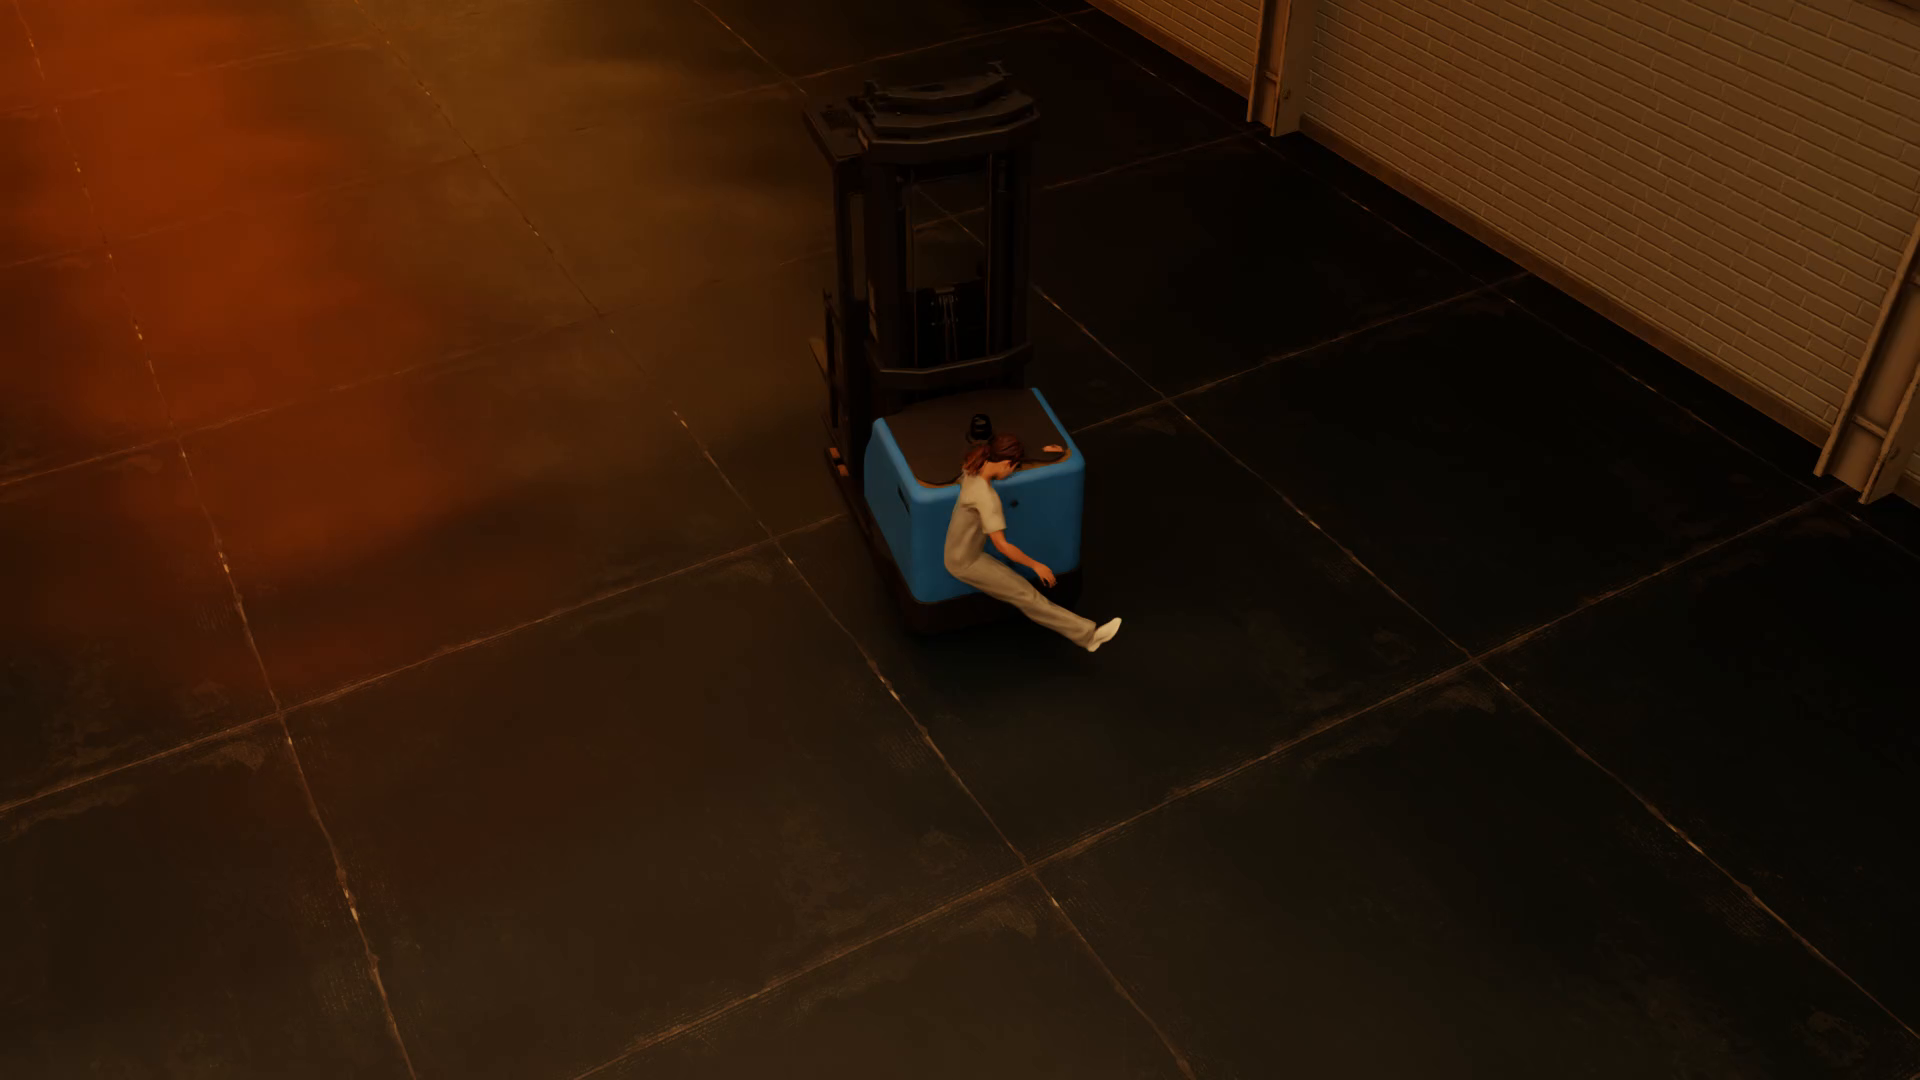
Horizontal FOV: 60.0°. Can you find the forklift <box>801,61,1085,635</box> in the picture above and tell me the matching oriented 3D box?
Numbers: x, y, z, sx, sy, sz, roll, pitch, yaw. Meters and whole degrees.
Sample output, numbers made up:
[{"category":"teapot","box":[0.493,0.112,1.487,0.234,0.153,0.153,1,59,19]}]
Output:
[{"category":"forklift","box":[-0.248,-1.529,9.880,1.130,2.935,3.031,-12,41,-15]}]

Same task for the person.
[{"category":"person","box":[0.306,-0.017,9.343,1.113,1.317,0.994,-4,40,-4]}]
